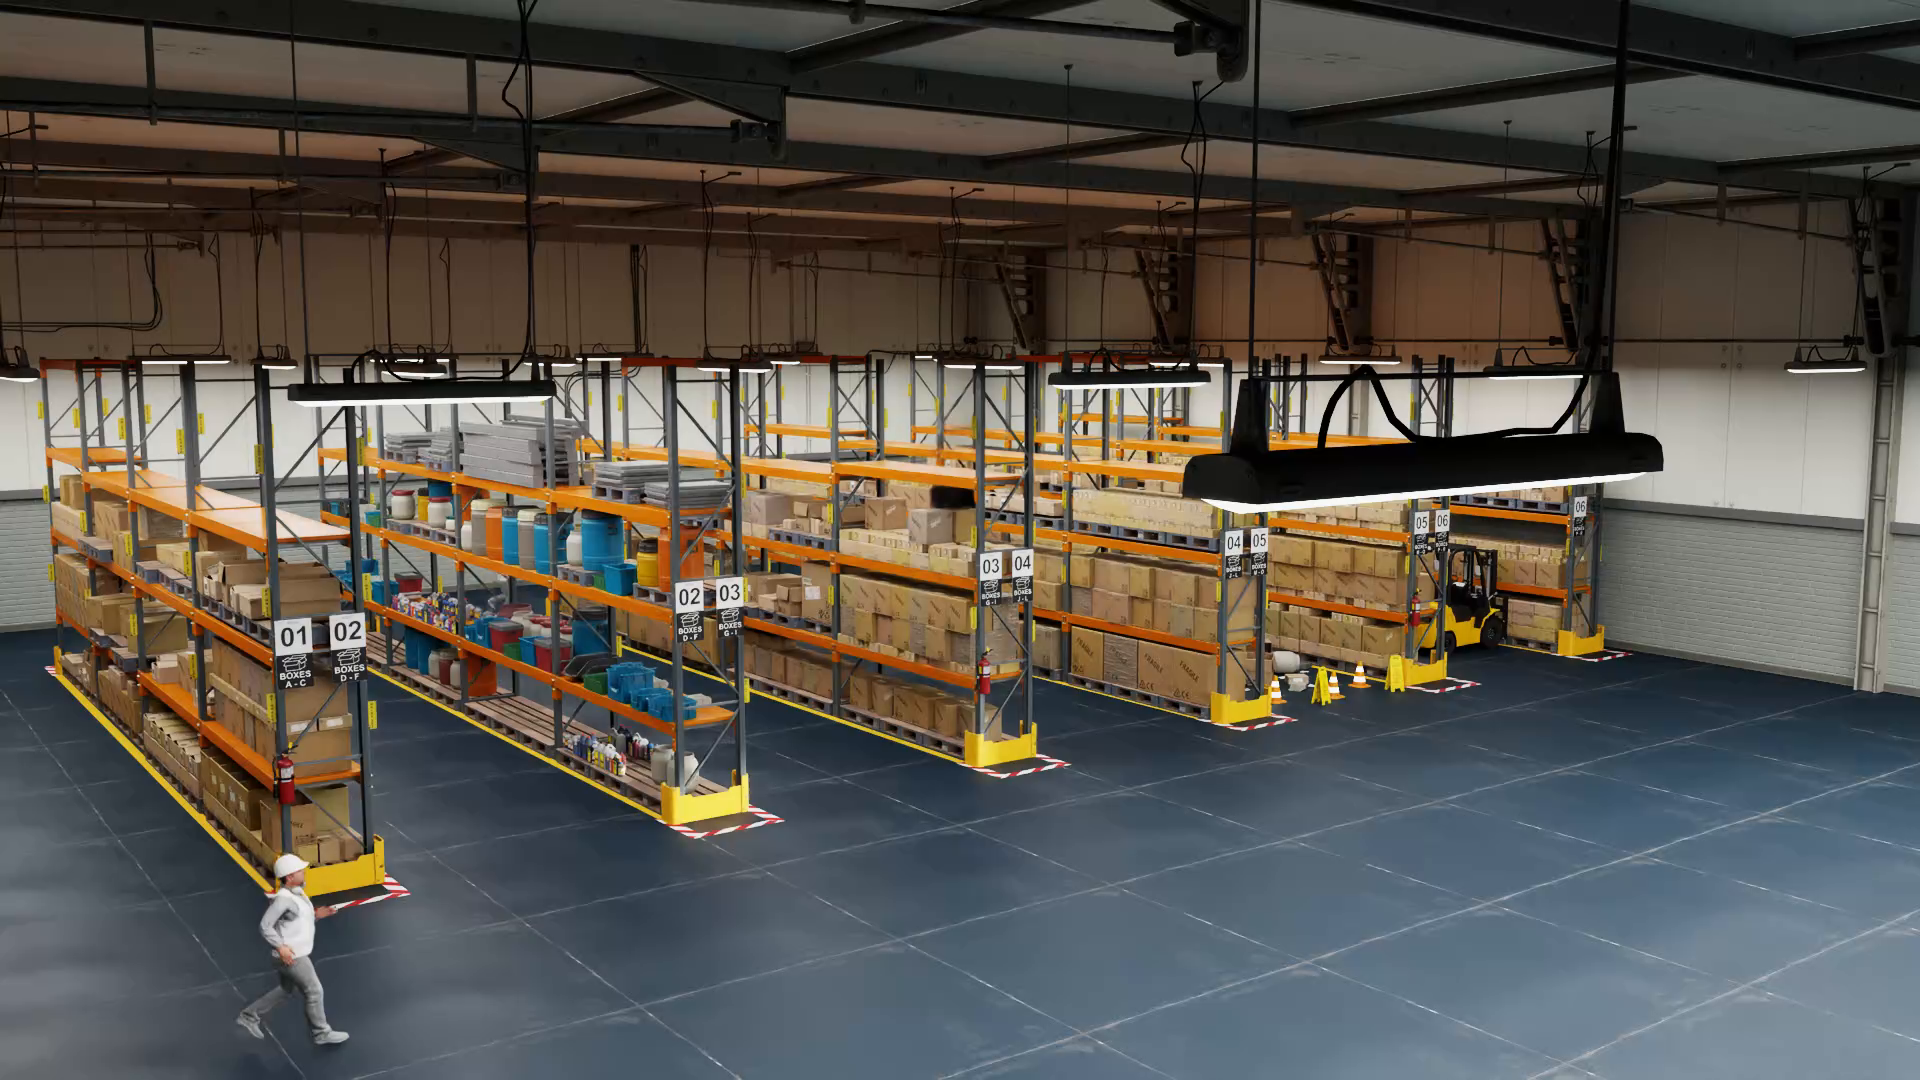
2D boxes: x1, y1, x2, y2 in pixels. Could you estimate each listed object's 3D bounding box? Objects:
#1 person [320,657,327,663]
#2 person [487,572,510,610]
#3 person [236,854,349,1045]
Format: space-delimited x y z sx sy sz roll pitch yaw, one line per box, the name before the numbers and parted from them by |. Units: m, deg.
person | -11.930 1.778 30.851 0.628 1.681 0.823 -6 9 -40
person | -10.545 0.941 38.162 0.626 1.681 0.587 -2 7 -14
person | -5.977 3.660 14.809 0.940 1.755 0.658 -2 7 -17
